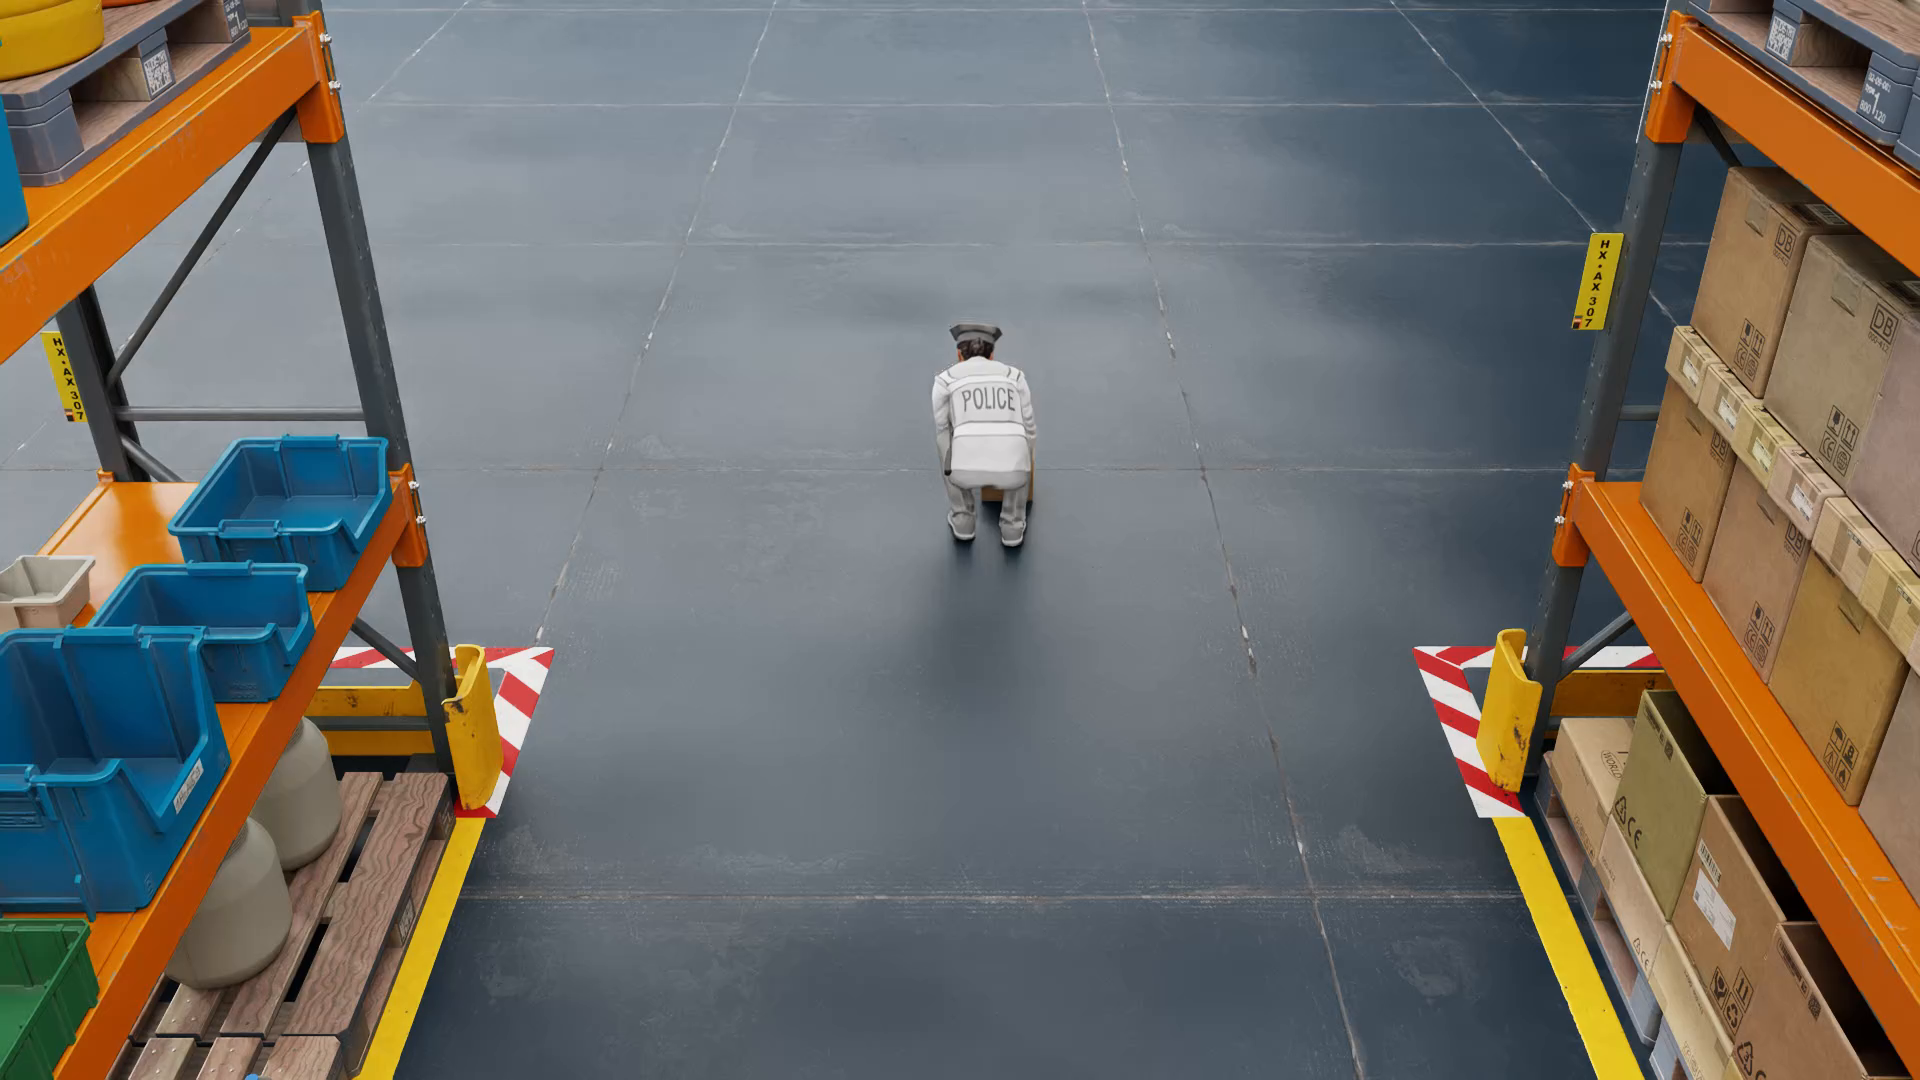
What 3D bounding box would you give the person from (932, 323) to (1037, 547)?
[{"bbox_3d":[0.120,-0.484,7.654,0.485,0.899,0.857,0,32,0],"label":"person"}]
